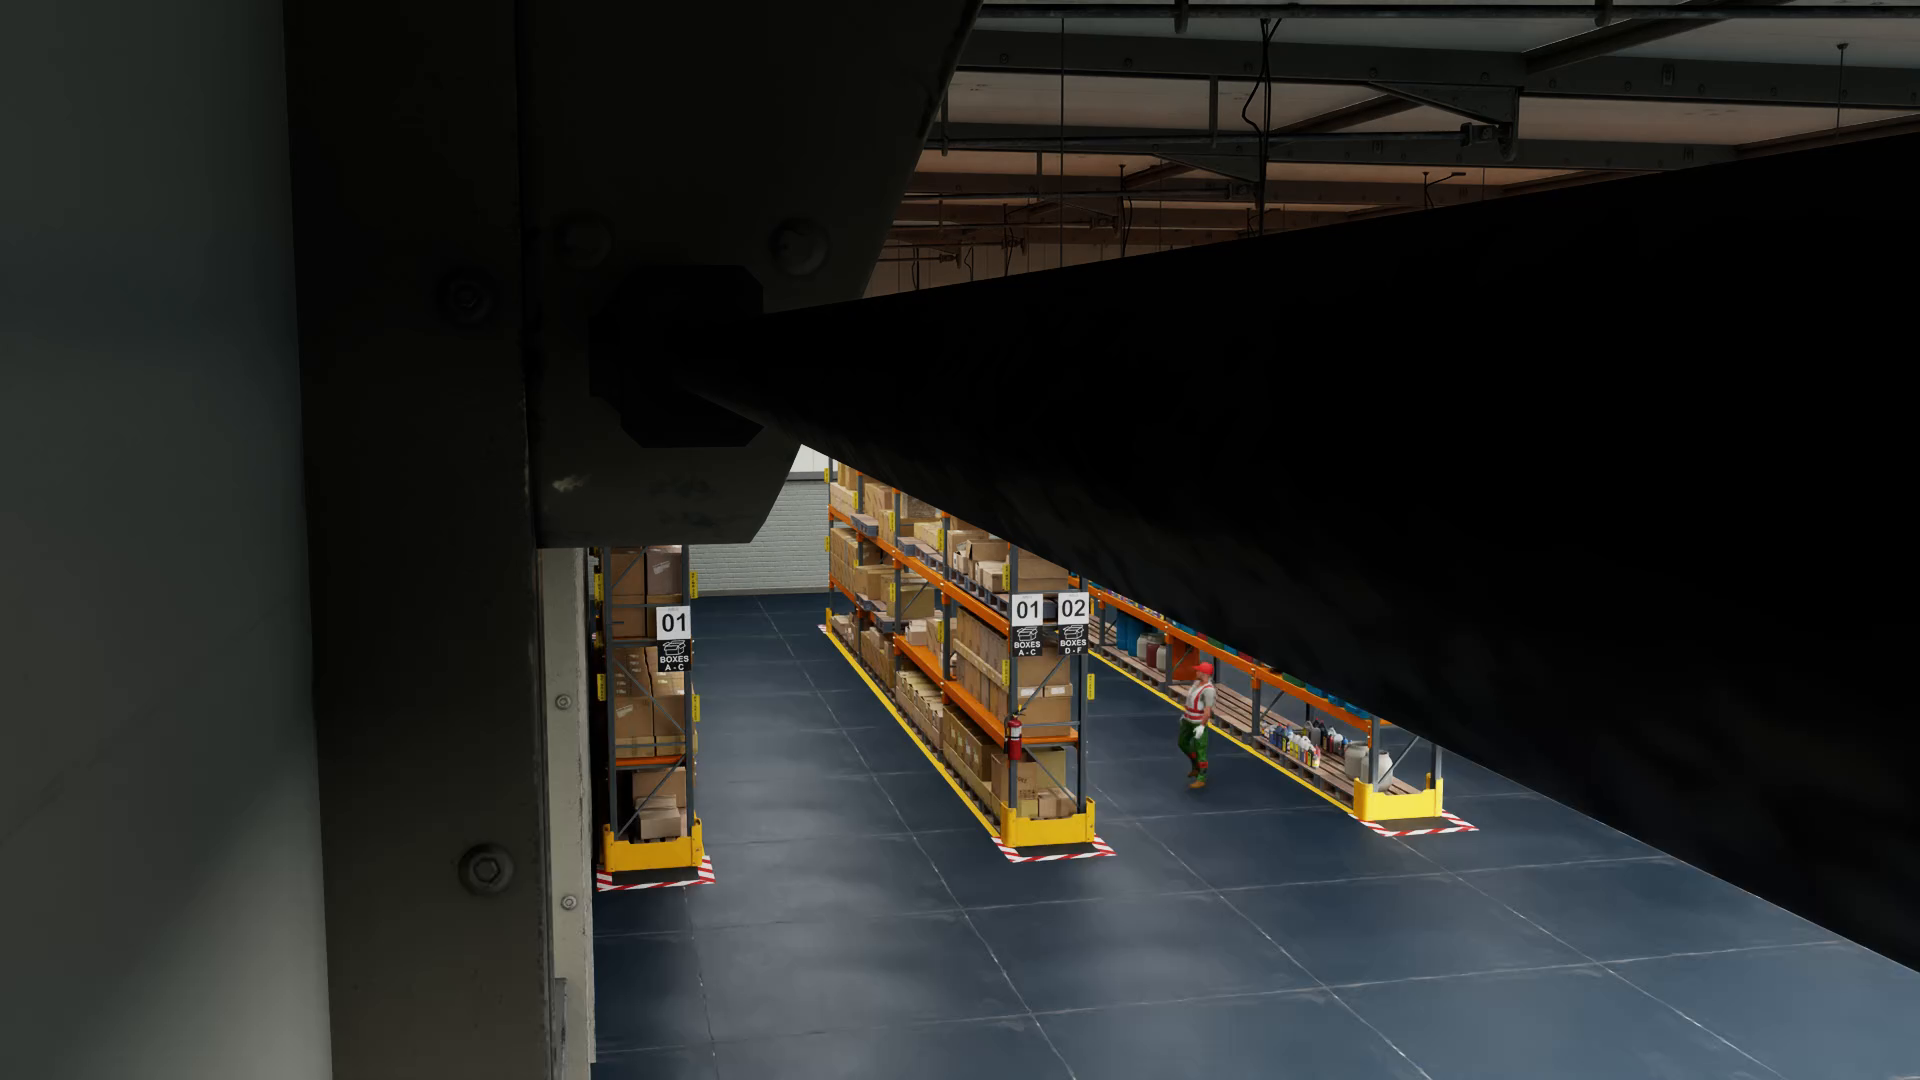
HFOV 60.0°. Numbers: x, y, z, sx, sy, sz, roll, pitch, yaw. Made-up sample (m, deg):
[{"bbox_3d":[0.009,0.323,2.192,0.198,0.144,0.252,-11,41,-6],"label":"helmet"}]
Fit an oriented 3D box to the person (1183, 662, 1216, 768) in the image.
[{"bbox_3d":[-0.929,2.321,25.184,6.687,1.515,7.179,-4,8,-28],"label":"person"}]
